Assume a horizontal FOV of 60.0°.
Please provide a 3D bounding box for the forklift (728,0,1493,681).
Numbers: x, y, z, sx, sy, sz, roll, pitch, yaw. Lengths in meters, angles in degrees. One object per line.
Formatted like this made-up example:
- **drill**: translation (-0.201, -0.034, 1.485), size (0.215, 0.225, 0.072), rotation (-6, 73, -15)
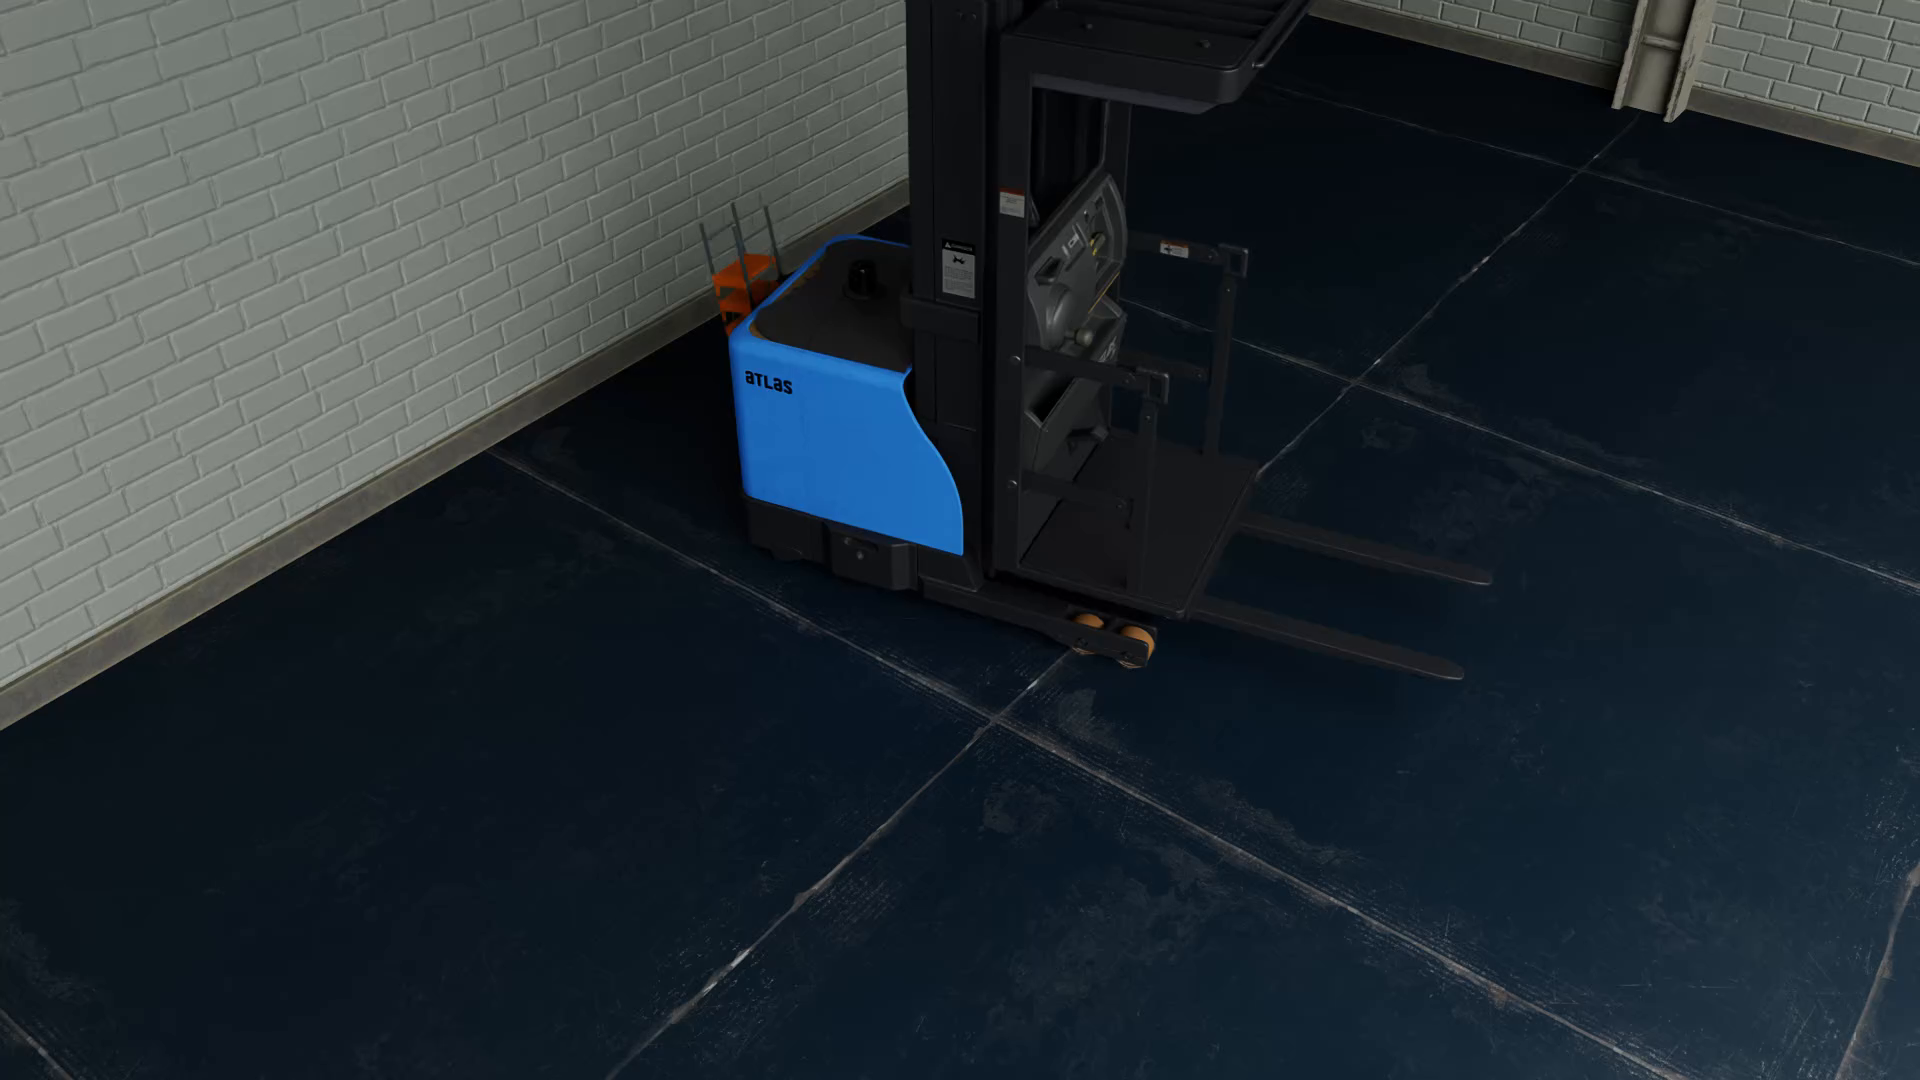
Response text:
- **forklift**: translation (0.628, -0.968, 6.217), size (3.031, 2.797, 1.129), rotation (15, 41, 19)

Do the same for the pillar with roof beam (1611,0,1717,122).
- **pillar with roof beam**: translation (1.884, -4.262, 5.394), size (0.400, 9.000, 9.100), rotation (25, 45, 29)

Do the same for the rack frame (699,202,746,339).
- **rack frame**: translation (-0.953, -0.902, 7.442), size (0.006, 1.200, 0.240), rotation (12, 39, 31)

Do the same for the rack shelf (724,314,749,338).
- **rack shelf**: translation (-0.887, -0.948, 7.355), size (0.180, 0.103, 0.258), rotation (12, 39, 31)

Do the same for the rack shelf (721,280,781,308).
- **rack shelf**: translation (-0.909, -1.071, 7.276), size (0.171, 0.034, 0.221), rotation (12, 39, 31)

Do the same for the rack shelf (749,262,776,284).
- **rack shelf**: translation (-0.925, -1.164, 7.216), size (0.166, 0.020, 0.199), rotation (12, 39, 31)

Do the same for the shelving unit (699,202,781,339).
- **shelving unit**: translation (-0.877, -0.886, 7.396), size (0.184, 1.200, 0.258), rotation (12, 39, 31)
